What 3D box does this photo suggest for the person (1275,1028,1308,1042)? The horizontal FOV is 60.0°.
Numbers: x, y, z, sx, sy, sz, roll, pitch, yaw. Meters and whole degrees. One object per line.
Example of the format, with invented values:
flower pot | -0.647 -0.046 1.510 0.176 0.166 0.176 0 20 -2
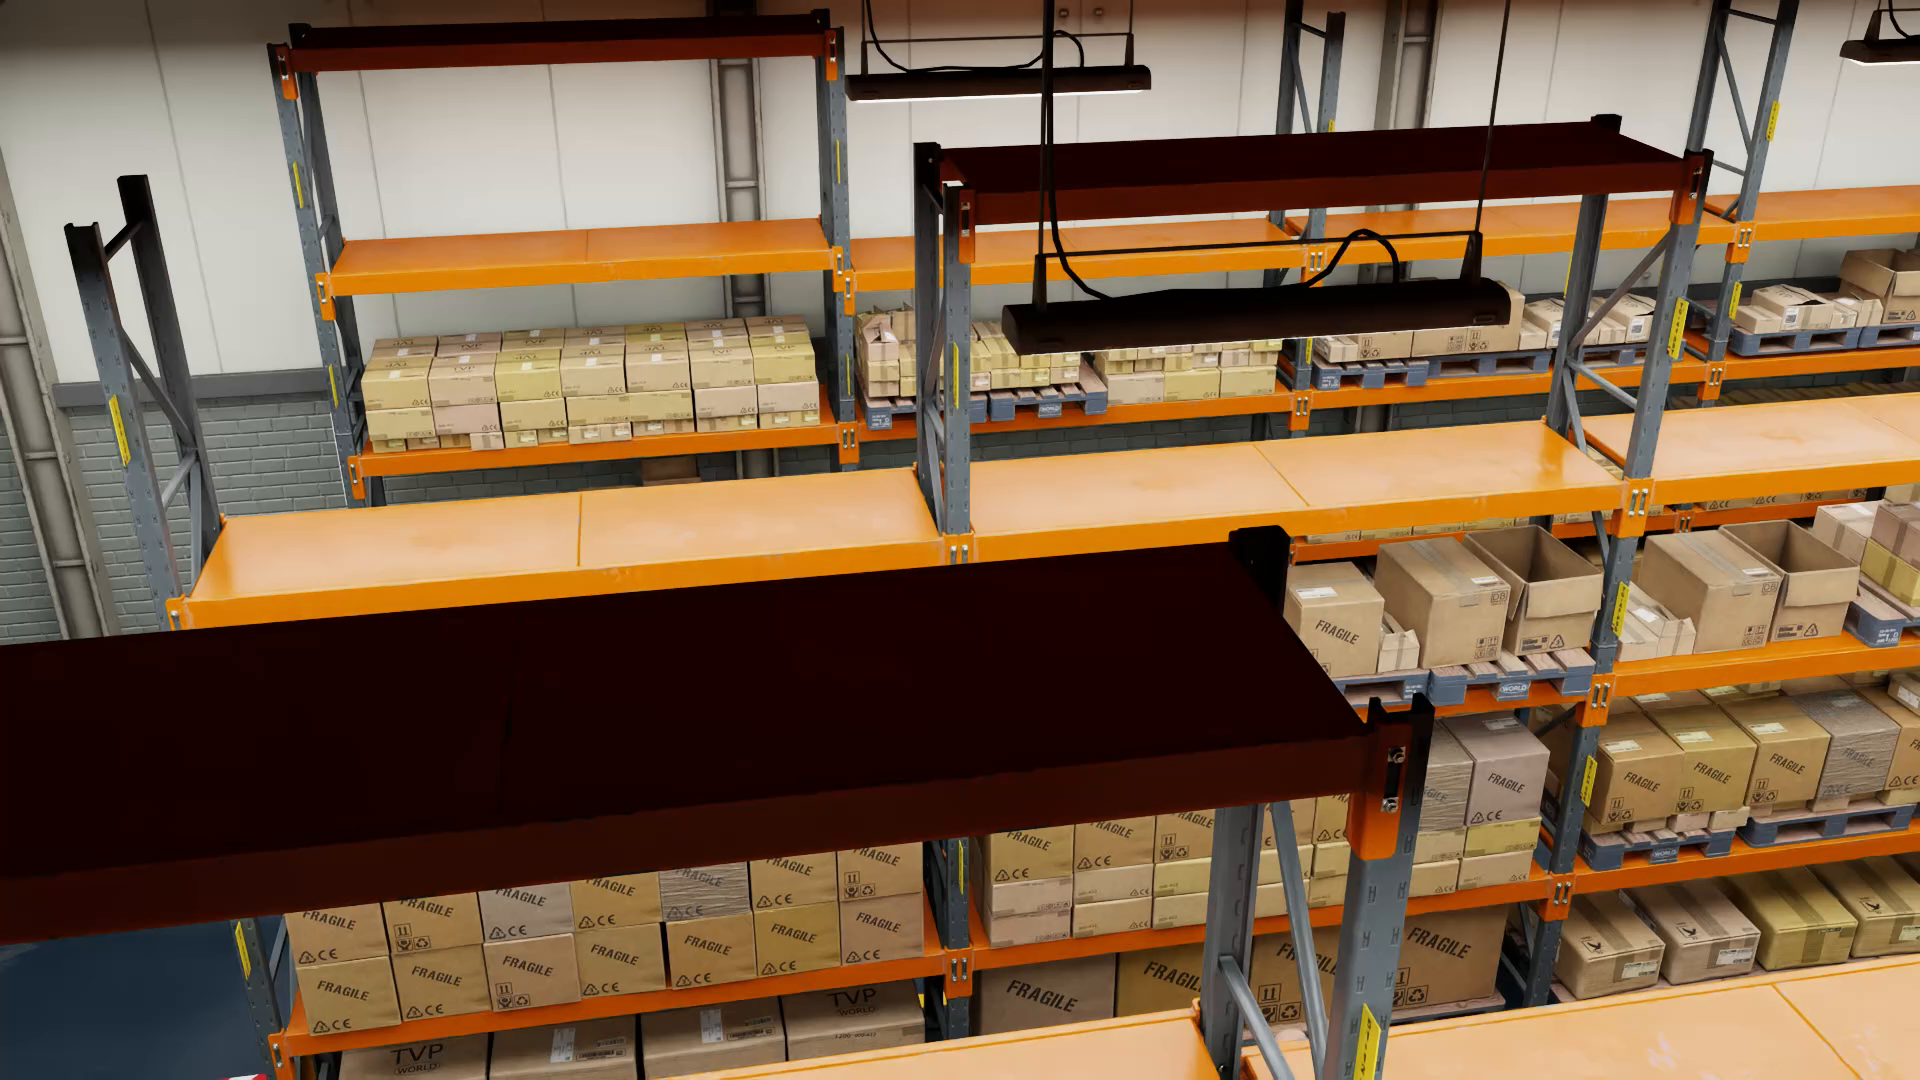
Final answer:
person | 1.847 3.420 9.164 0.542 1.776 0.614 -8 27 -17
